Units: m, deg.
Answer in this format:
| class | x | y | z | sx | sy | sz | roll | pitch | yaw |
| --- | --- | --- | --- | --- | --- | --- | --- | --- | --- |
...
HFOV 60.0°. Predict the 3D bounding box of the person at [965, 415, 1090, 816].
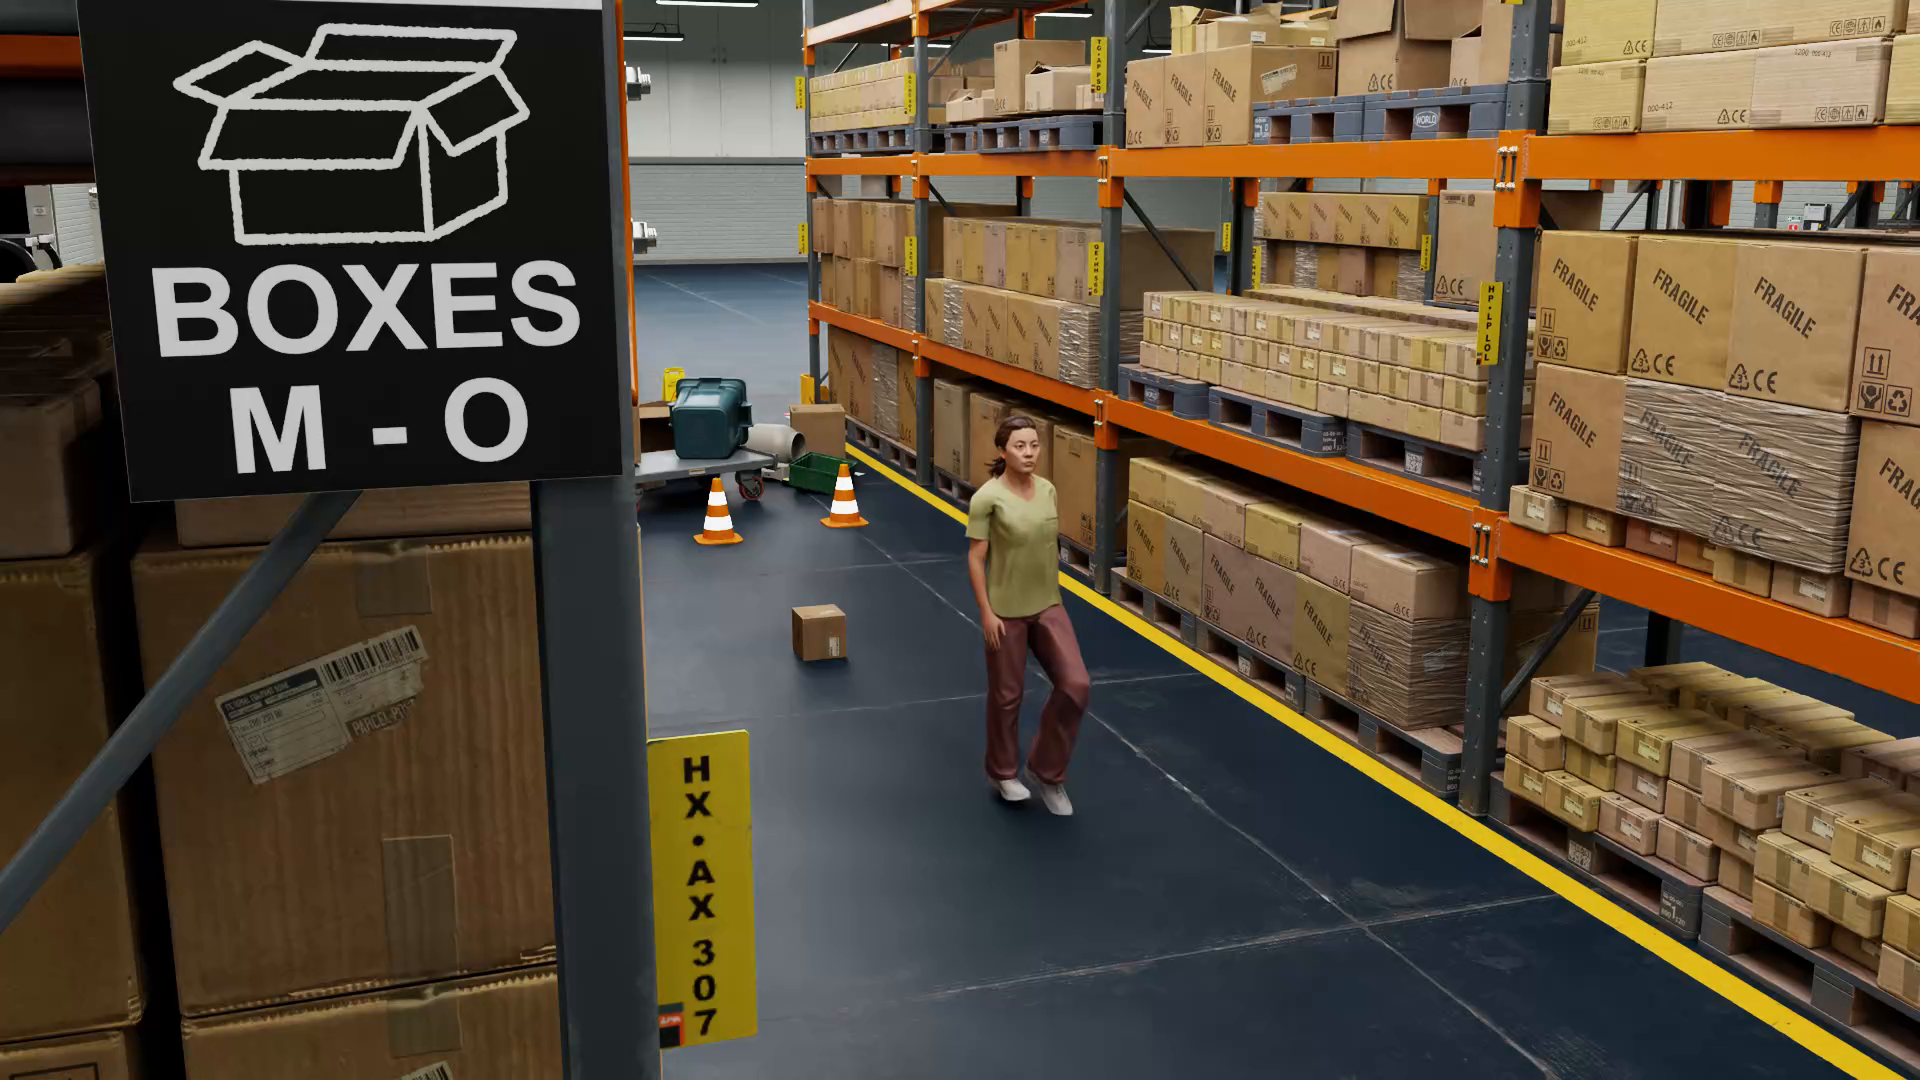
| class | x | y | z | sx | sy | sz | roll | pitch | yaw |
| --- | --- | --- | --- | --- | --- | --- | --- | --- | --- |
| person | 0.266 | 0.335 | 6.965 | 0.478 | 1.717 | 0.503 | -6 | 14 | -26 |
